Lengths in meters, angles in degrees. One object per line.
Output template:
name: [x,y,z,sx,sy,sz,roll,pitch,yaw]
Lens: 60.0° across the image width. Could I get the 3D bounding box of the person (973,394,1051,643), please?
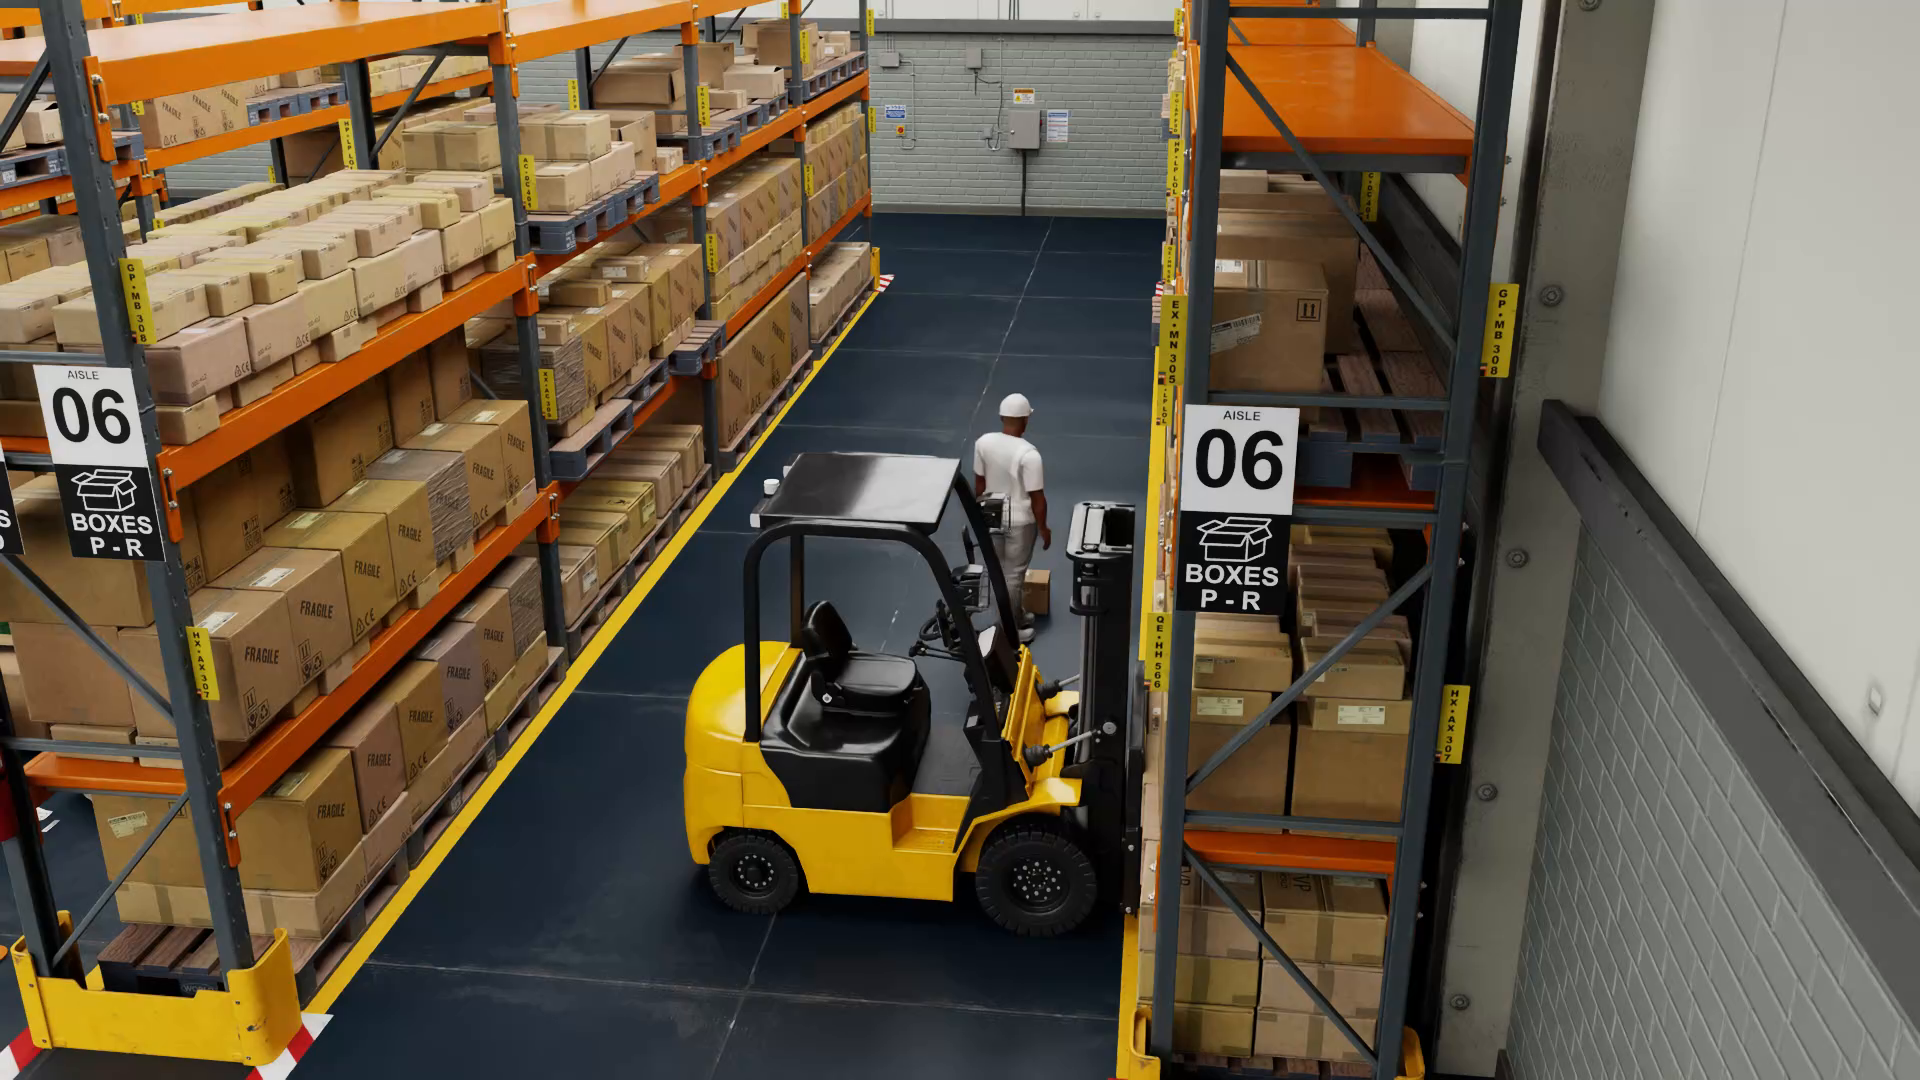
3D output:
person: [0.406,-0.162,11.464,0.585,1.778,0.585,19,28,40]
